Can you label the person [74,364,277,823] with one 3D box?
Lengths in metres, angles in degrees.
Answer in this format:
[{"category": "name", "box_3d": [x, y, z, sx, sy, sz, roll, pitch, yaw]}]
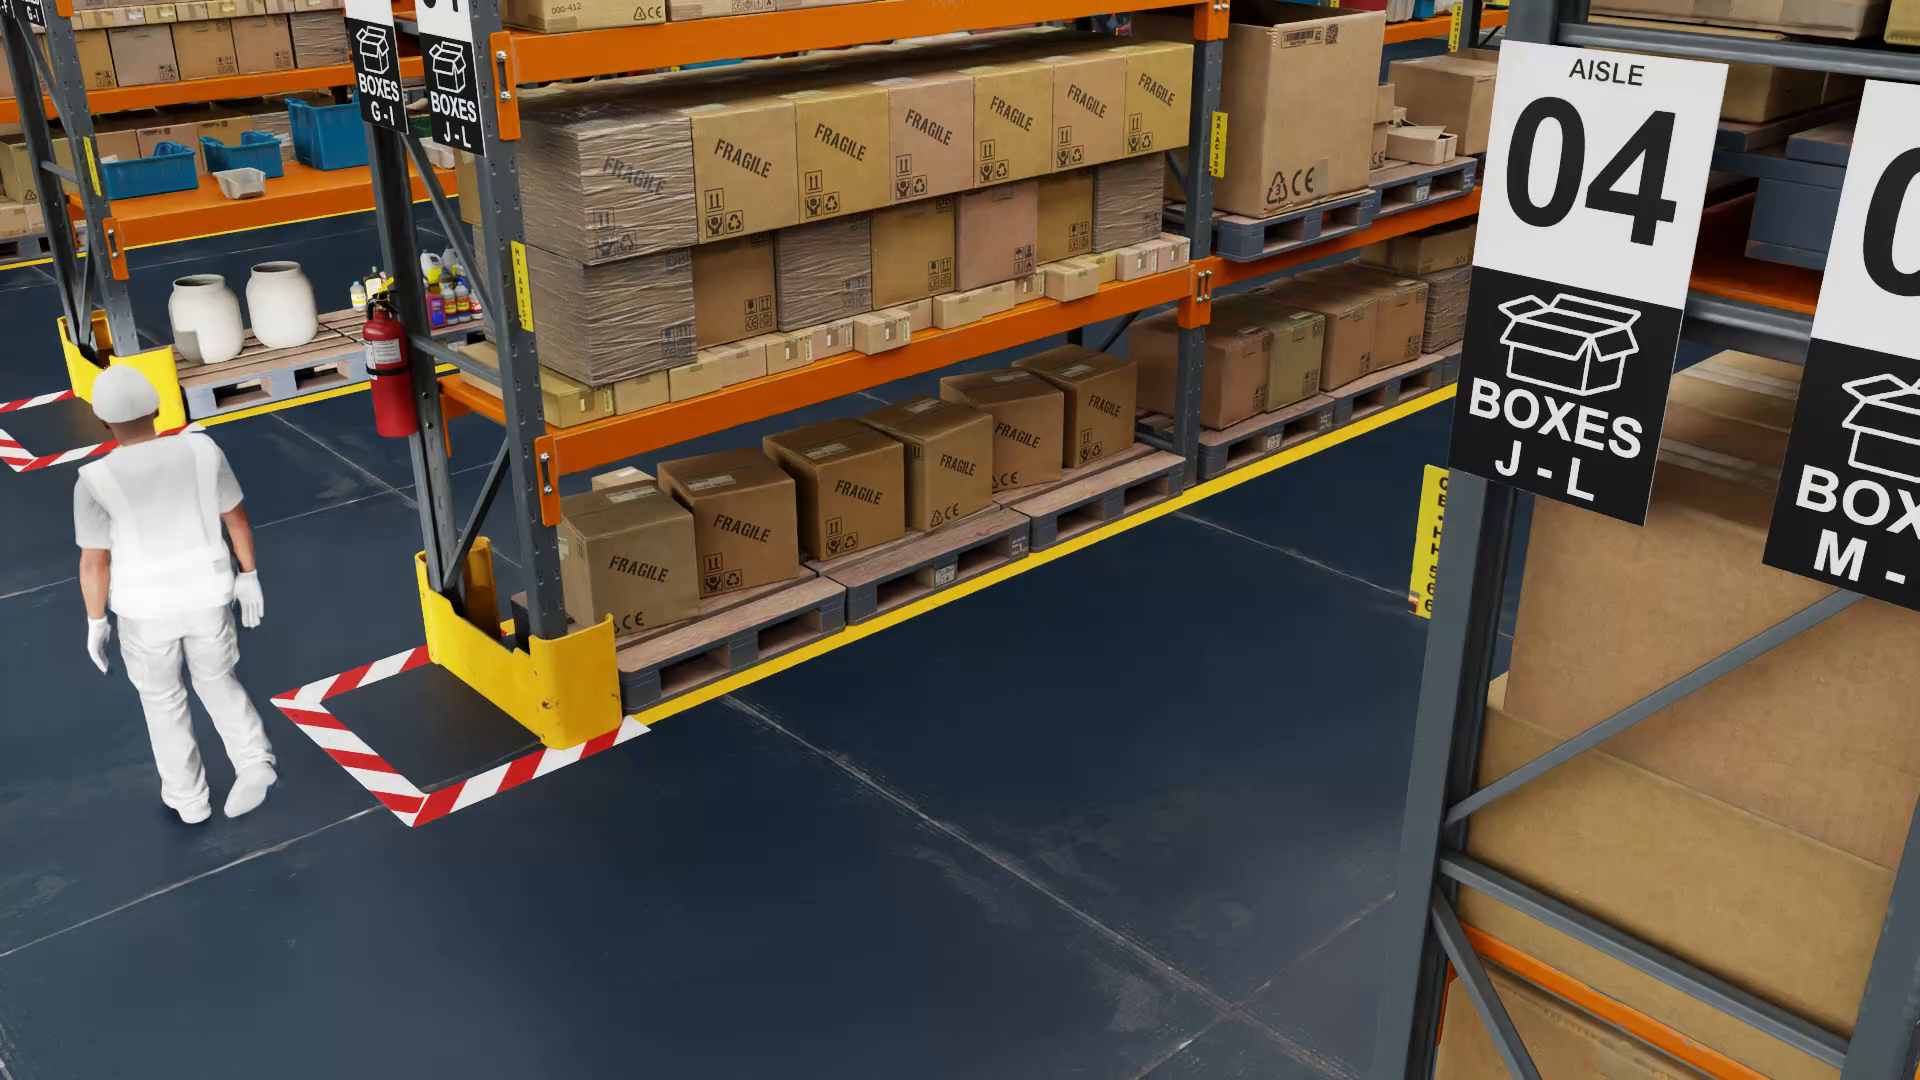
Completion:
[{"category": "person", "box_3d": [-2.812, 0.242, 6.000, 0.619, 1.771, 0.632, -21, 31, -38]}]
